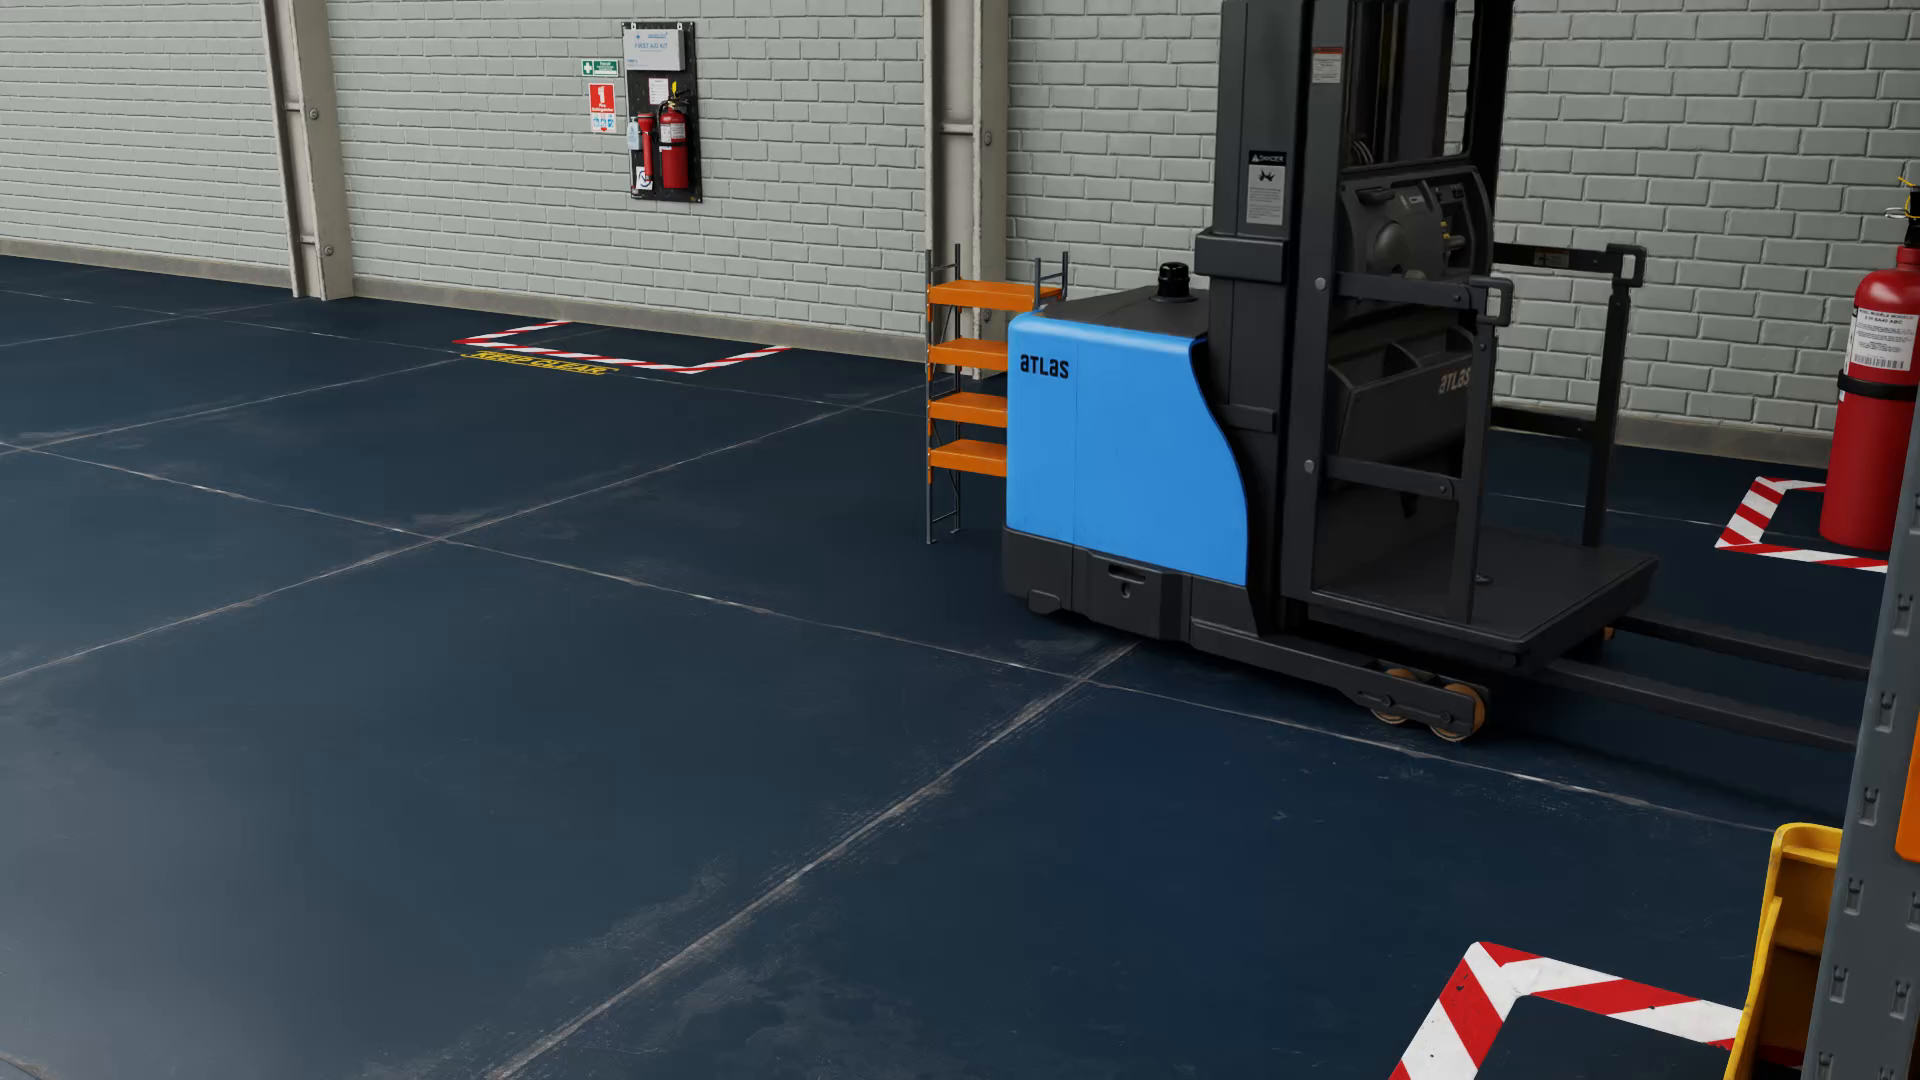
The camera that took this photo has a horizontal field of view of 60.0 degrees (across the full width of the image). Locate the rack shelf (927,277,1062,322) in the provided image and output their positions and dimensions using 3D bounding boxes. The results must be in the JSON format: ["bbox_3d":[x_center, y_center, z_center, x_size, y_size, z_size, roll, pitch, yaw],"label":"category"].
[{"bbox_3d":[0.141,-0.925,6.510,0.480,0.148,0.258,10,20,30],"label":"rack shelf"}]

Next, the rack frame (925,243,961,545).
[{"bbox_3d":[-0.067,-0.586,6.746,0.015,1.200,0.240,10,20,30],"label":"rack frame"}]

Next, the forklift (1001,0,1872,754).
[{"bbox_3d":[1.589,-0.979,5.062,3.031,2.935,1.130,14,22,39],"label":"forklift"}]

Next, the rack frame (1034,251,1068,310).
[{"bbox_3d":[0.349,-0.512,6.502,0.015,1.200,0.240,10,20,30],"label":"rack frame"}]

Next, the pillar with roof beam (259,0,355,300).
[{"bbox_3d":[-7.333,-5.192,8.490,0.400,9.000,9.100,10,20,30],"label":"pillar with roof beam"}]

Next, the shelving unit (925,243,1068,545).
[{"bbox_3d":[0.141,-0.549,6.624,0.503,1.200,0.258,10,20,30],"label":"shelving unit"}]

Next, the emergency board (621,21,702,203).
[{"bbox_3d":[-2.053,-2.860,11.136,0.643,1.169,0.194,10,20,30],"label":"emergency board"}]

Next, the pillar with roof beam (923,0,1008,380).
[{"bbox_3d":[-2.220,-4.279,5.485,0.400,9.000,9.100,10,20,30],"label":"pillar with roof beam"}]

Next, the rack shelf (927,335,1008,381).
[{"bbox_3d":[0.141,-0.699,6.578,0.480,0.148,0.258,10,20,30],"label":"rack shelf"}]

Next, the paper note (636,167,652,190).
[{"bbox_3d":[-2.168,-2.483,11.409,0.142,0.148,0.016,10,20,30],"label":"paper note"}]

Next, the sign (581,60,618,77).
[{"bbox_3d":[-2.471,-3.237,11.405,0.331,0.109,0.001,10,20,30],"label":"sign"}]

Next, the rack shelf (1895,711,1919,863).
[{"bbox_3d":[3.211,0.422,1.570,4.000,0.370,1.077,10,20,30],"label":"rack shelf"}]

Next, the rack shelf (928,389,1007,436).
[{"bbox_3d":[0.141,-0.485,6.643,0.480,0.148,0.258,10,20,30],"label":"rack shelf"}]

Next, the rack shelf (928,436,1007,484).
[{"bbox_3d":[0.141,-0.295,6.701,0.480,0.148,0.258,10,20,30],"label":"rack shelf"}]

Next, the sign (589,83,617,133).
[{"bbox_3d":[-2.470,-2.987,11.492,0.234,0.329,0.001,10,20,30],"label":"sign"}]

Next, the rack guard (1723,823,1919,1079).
[{"bbox_3d":[1.487,0.965,2.843,0.348,0.500,1.175,10,20,30],"label":"rack guard"}]

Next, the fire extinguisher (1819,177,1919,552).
[{"bbox_3d":[1.650,-0.323,2.916,0.183,0.674,0.296,10,20,30],"label":"fire extinguisher"}]

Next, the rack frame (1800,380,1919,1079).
[{"bbox_3d":[1.507,-0.227,2.467,0.127,3.000,1.000,10,20,30],"label":"rack frame"}]
